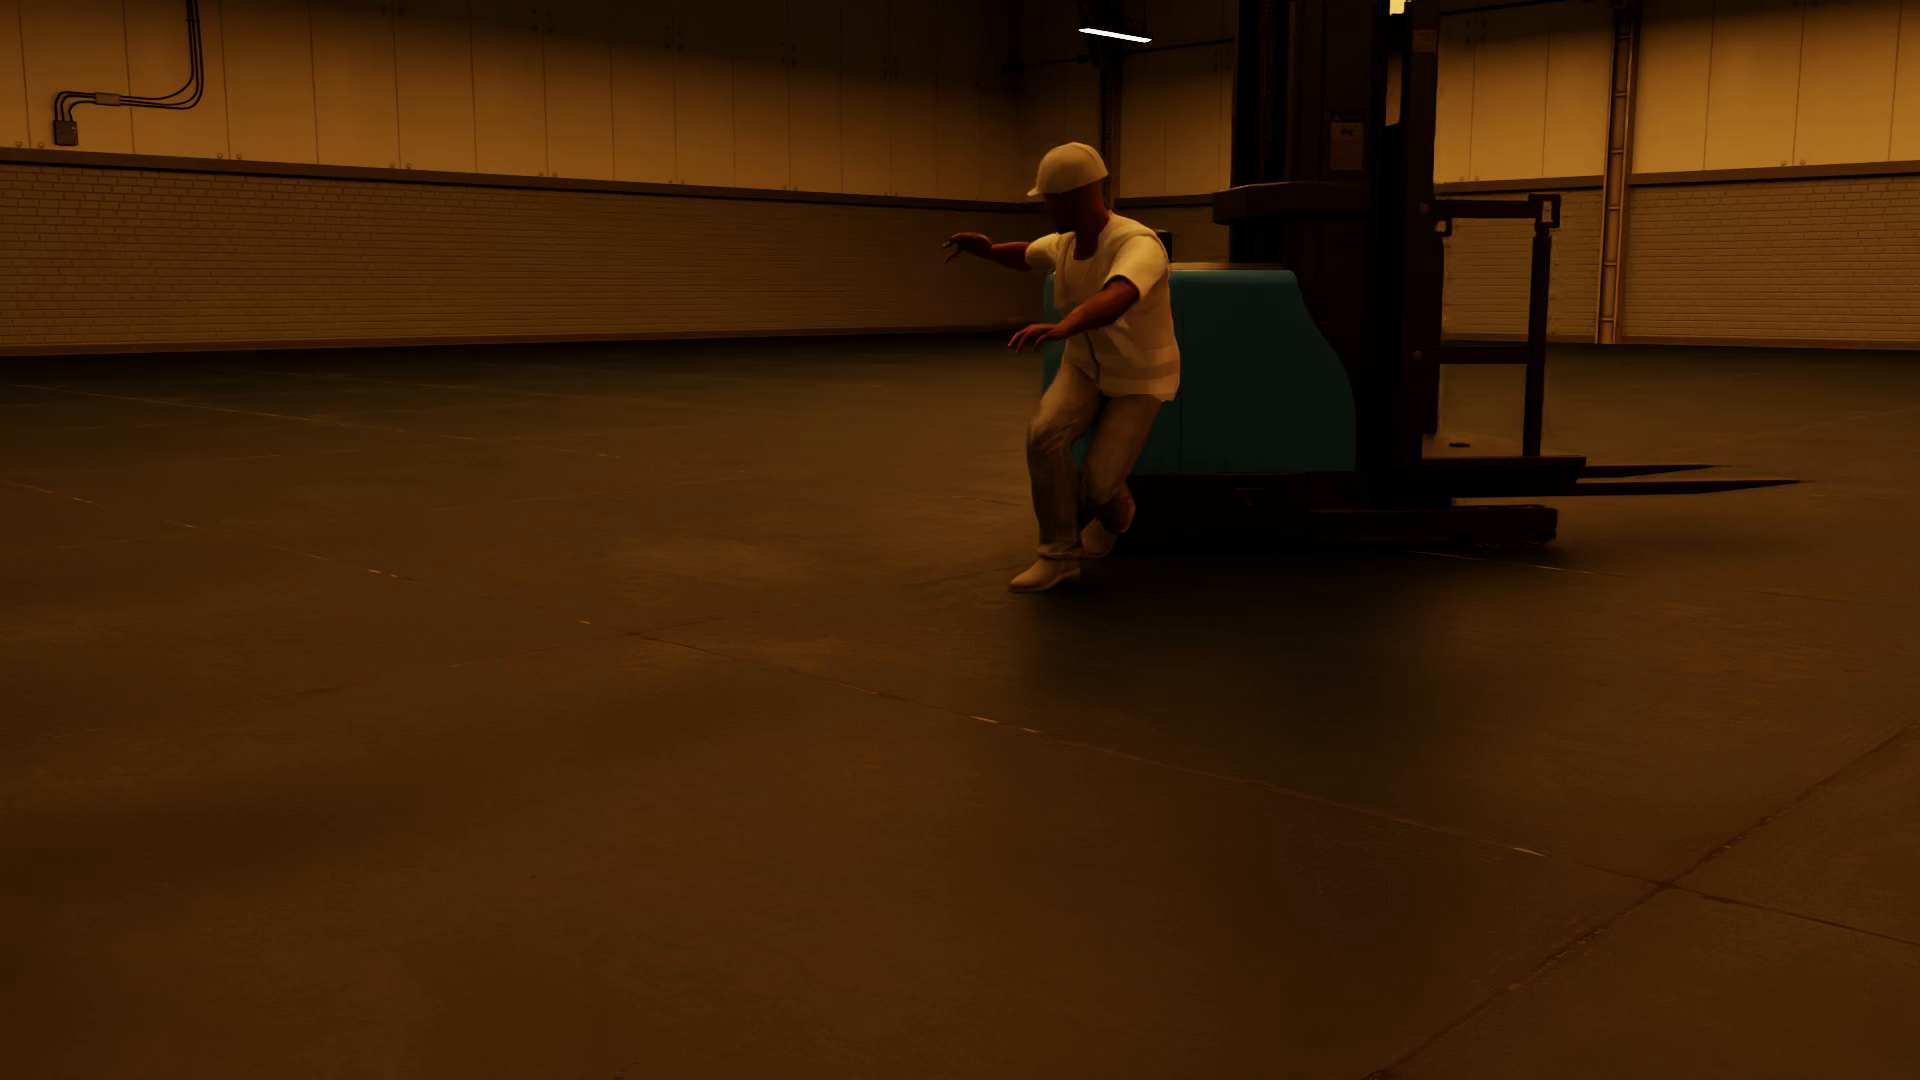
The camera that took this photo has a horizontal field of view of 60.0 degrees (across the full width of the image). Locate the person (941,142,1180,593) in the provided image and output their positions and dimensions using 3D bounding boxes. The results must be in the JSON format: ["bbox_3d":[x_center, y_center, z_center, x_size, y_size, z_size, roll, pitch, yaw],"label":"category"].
[{"bbox_3d":[0.273,-0.567,5.546,0.842,1.483,1.103,6,10,34],"label":"person"}]

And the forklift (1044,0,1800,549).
[{"bbox_3d":[1.904,-1.491,6.775,3.031,2.935,1.130,-1,9,-7],"label":"forklift"}]
